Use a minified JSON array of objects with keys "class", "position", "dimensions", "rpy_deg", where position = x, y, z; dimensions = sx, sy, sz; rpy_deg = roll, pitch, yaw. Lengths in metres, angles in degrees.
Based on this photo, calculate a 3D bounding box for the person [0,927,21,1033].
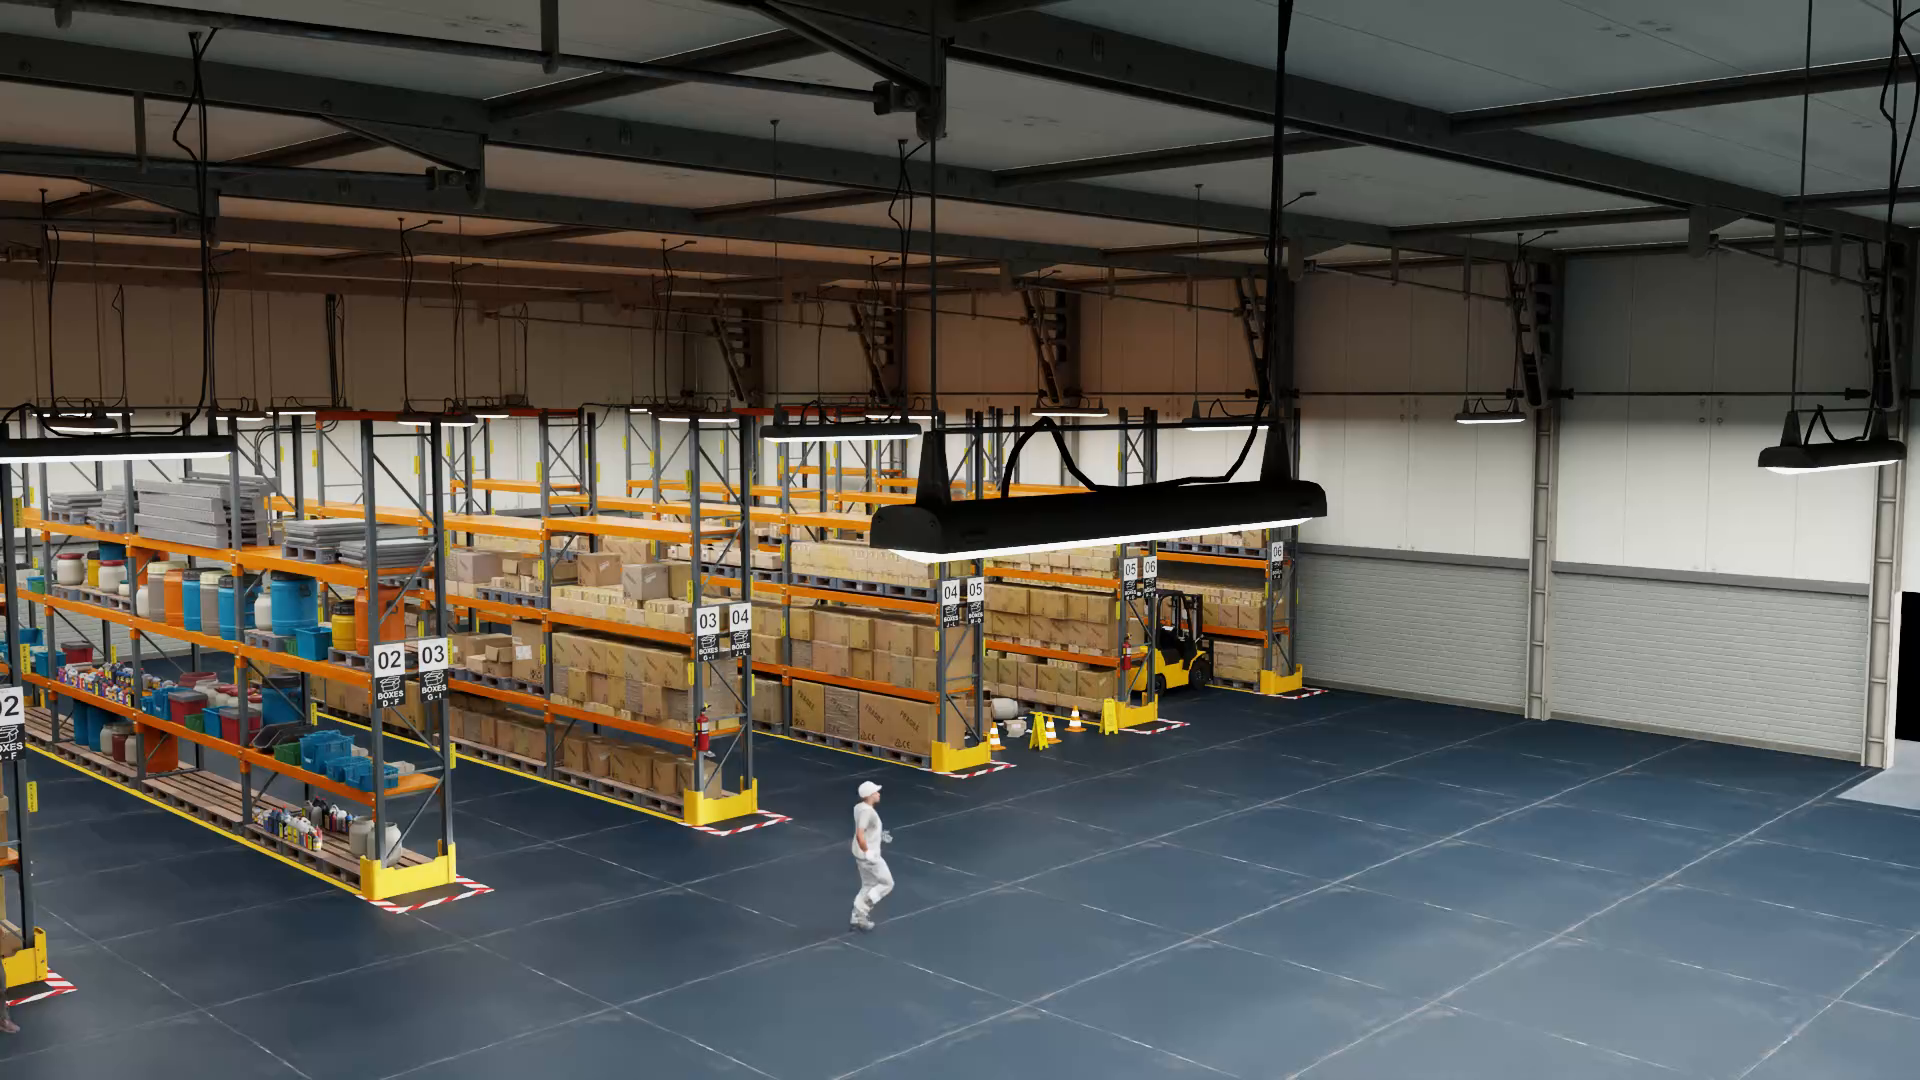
[{"class":"person","position":[-9.749,4.054,16.495],"dimensions":[0.801,1.695,0.634],"rpy_deg":[-1,5,-8]}]

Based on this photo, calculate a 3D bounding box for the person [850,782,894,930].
[{"class":"person","position":[-1.030,3.711,19.632],"dimensions":[0.576,1.749,0.663],"rpy_deg":[-2,5,-20]}]

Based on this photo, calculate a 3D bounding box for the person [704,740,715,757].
[{"class":"person","position":[-4.469,2.988,29.026],"dimensions":[0.576,1.558,0.581],"rpy_deg":[4,6,36]}]
